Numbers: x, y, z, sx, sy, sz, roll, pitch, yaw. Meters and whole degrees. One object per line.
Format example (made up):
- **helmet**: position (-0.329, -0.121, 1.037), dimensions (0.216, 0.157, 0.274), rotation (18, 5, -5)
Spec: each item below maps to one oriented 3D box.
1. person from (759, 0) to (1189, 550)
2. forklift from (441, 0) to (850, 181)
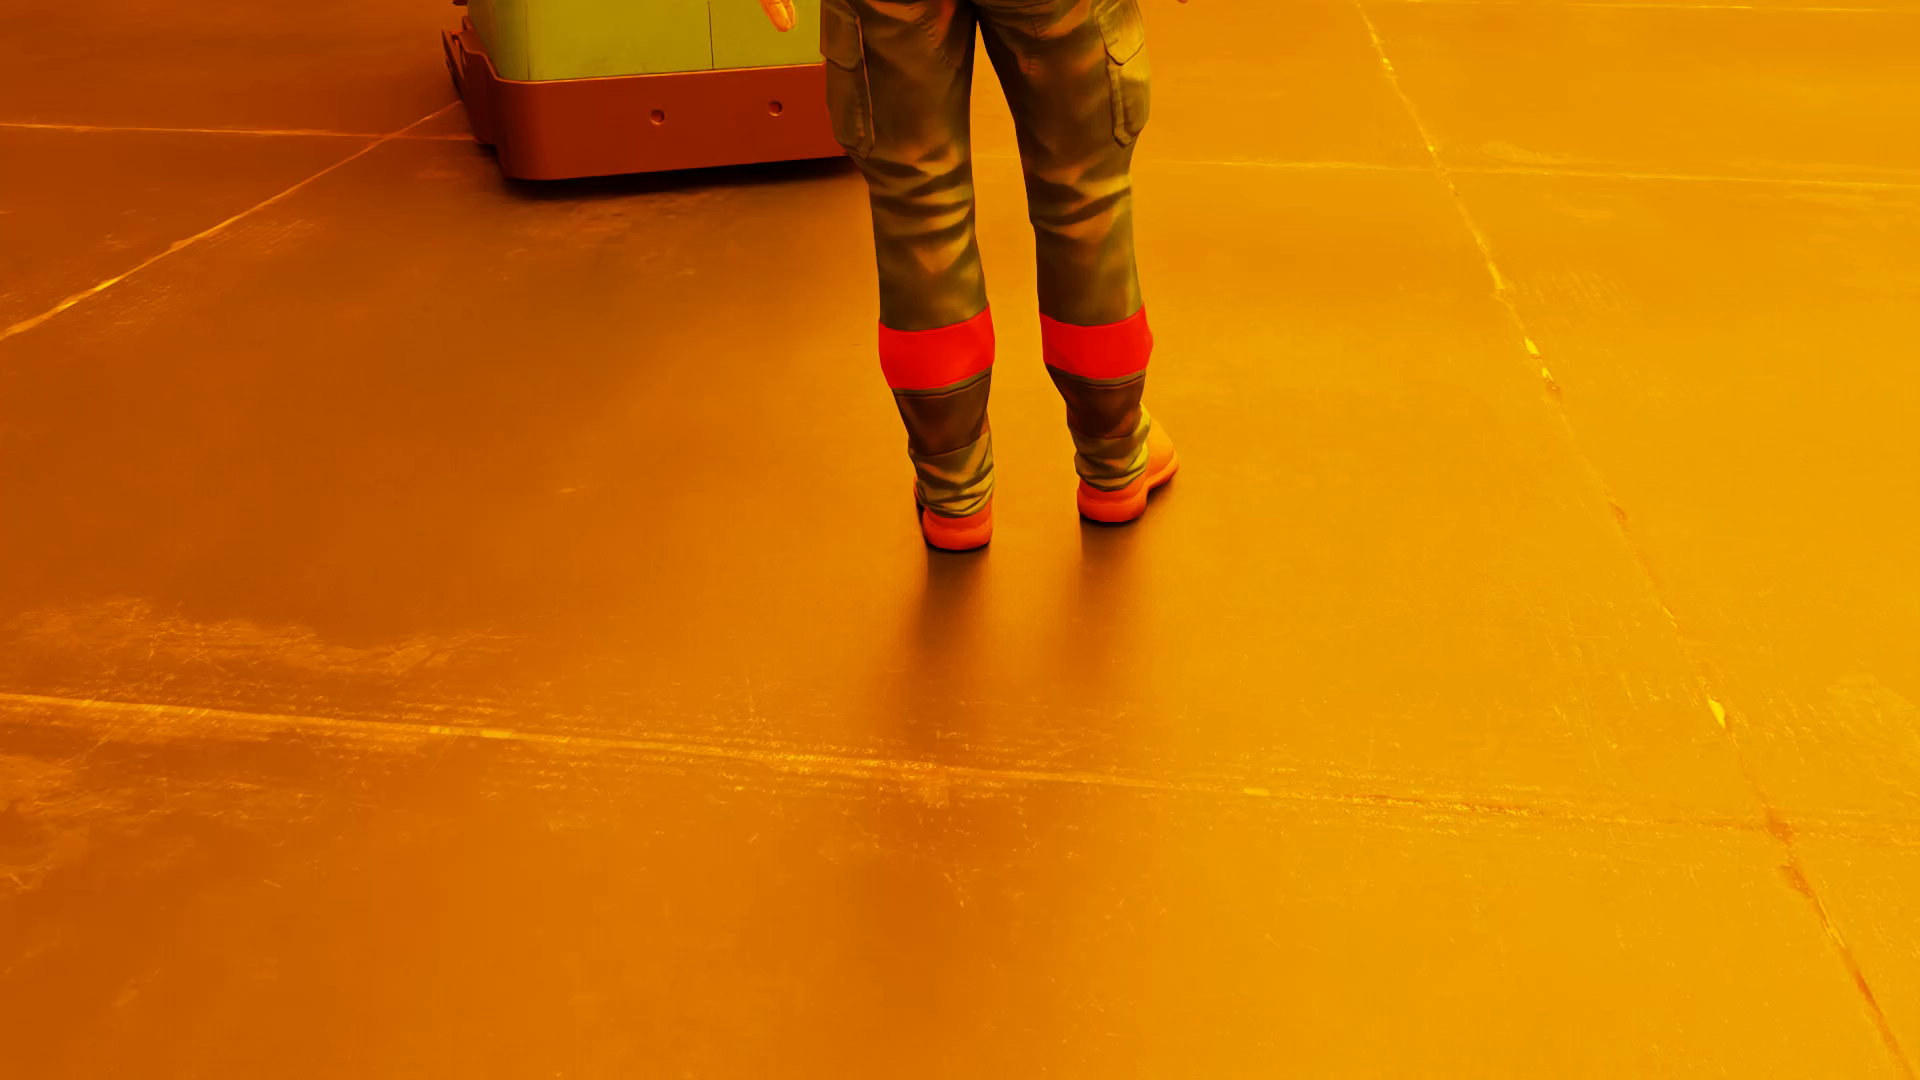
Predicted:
- **person**: position (0.022, -0.842, 2.167), dimensions (0.638, 1.787, 0.564), rotation (3, 27, 7)
- **forklift**: position (-1.112, -2.841, 4.911), dimensions (1.130, 2.935, 3.031), rotation (-9, 28, -17)
